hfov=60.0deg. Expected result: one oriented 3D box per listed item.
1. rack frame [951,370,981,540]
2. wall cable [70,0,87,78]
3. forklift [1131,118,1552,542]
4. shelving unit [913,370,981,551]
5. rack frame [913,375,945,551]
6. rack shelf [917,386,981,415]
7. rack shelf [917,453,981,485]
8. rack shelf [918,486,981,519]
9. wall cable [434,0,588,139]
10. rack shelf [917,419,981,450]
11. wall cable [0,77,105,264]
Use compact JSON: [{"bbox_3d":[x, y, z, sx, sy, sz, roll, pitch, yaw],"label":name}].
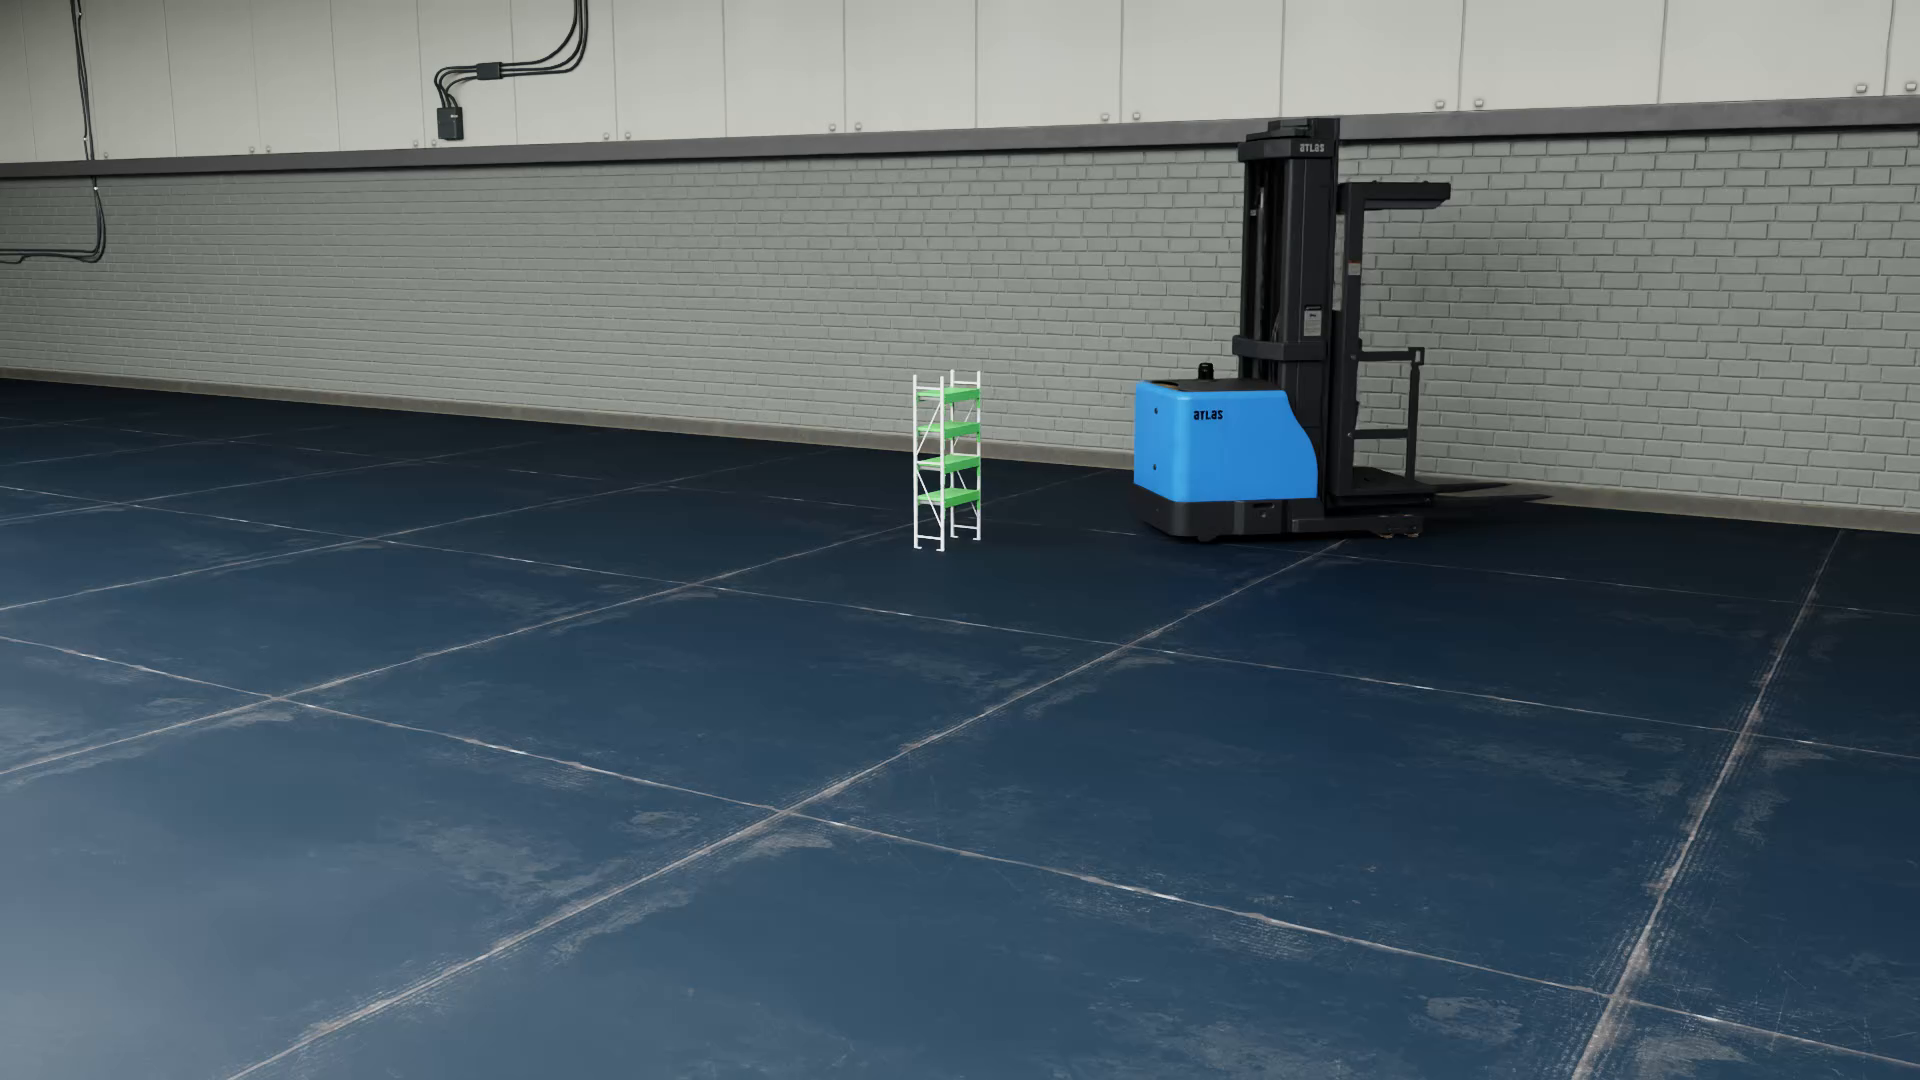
[{"bbox_3d":[0.041,-0.602,11.824,0.240,1.200,0.015,6,12,31],"label":"rack frame"},{"bbox_3d":[-10.804,-7.403,21.669,3.097,2.526,0.112,6,12,31],"label":"wall cable"},{"bbox_3d":[2.860,-1.544,12.148,3.031,2.935,1.130,-2,11,-12],"label":"forklift"},{"bbox_3d":[-0.086,-0.564,11.619,0.258,1.200,0.503,6,12,31],"label":"shelving unit"},{"bbox_3d":[-0.213,-0.525,11.414,0.240,1.200,0.015,6,12,31],"label":"rack frame"},{"bbox_3d":[-0.086,-0.973,11.543,0.258,0.148,0.480,6,12,31],"label":"rack shelf"},{"bbox_3d":[-0.086,-0.501,11.631,0.258,0.148,0.480,6,12,31],"label":"rack shelf"},{"bbox_3d":[-0.086,-0.265,11.675,0.258,0.148,0.480,6,12,31],"label":"rack shelf"},{"bbox_3d":[-5.011,-7.467,18.057,2.305,6.003,0.169,6,12,31],"label":"wall cable"},{"bbox_3d":[-0.086,-0.737,11.587,0.258,0.148,0.480,6,12,31],"label":"rack shelf"},{"bbox_3d":[-13.116,-5.179,23.514,3.097,2.526,0.112,6,12,31],"label":"wall cable"}]
